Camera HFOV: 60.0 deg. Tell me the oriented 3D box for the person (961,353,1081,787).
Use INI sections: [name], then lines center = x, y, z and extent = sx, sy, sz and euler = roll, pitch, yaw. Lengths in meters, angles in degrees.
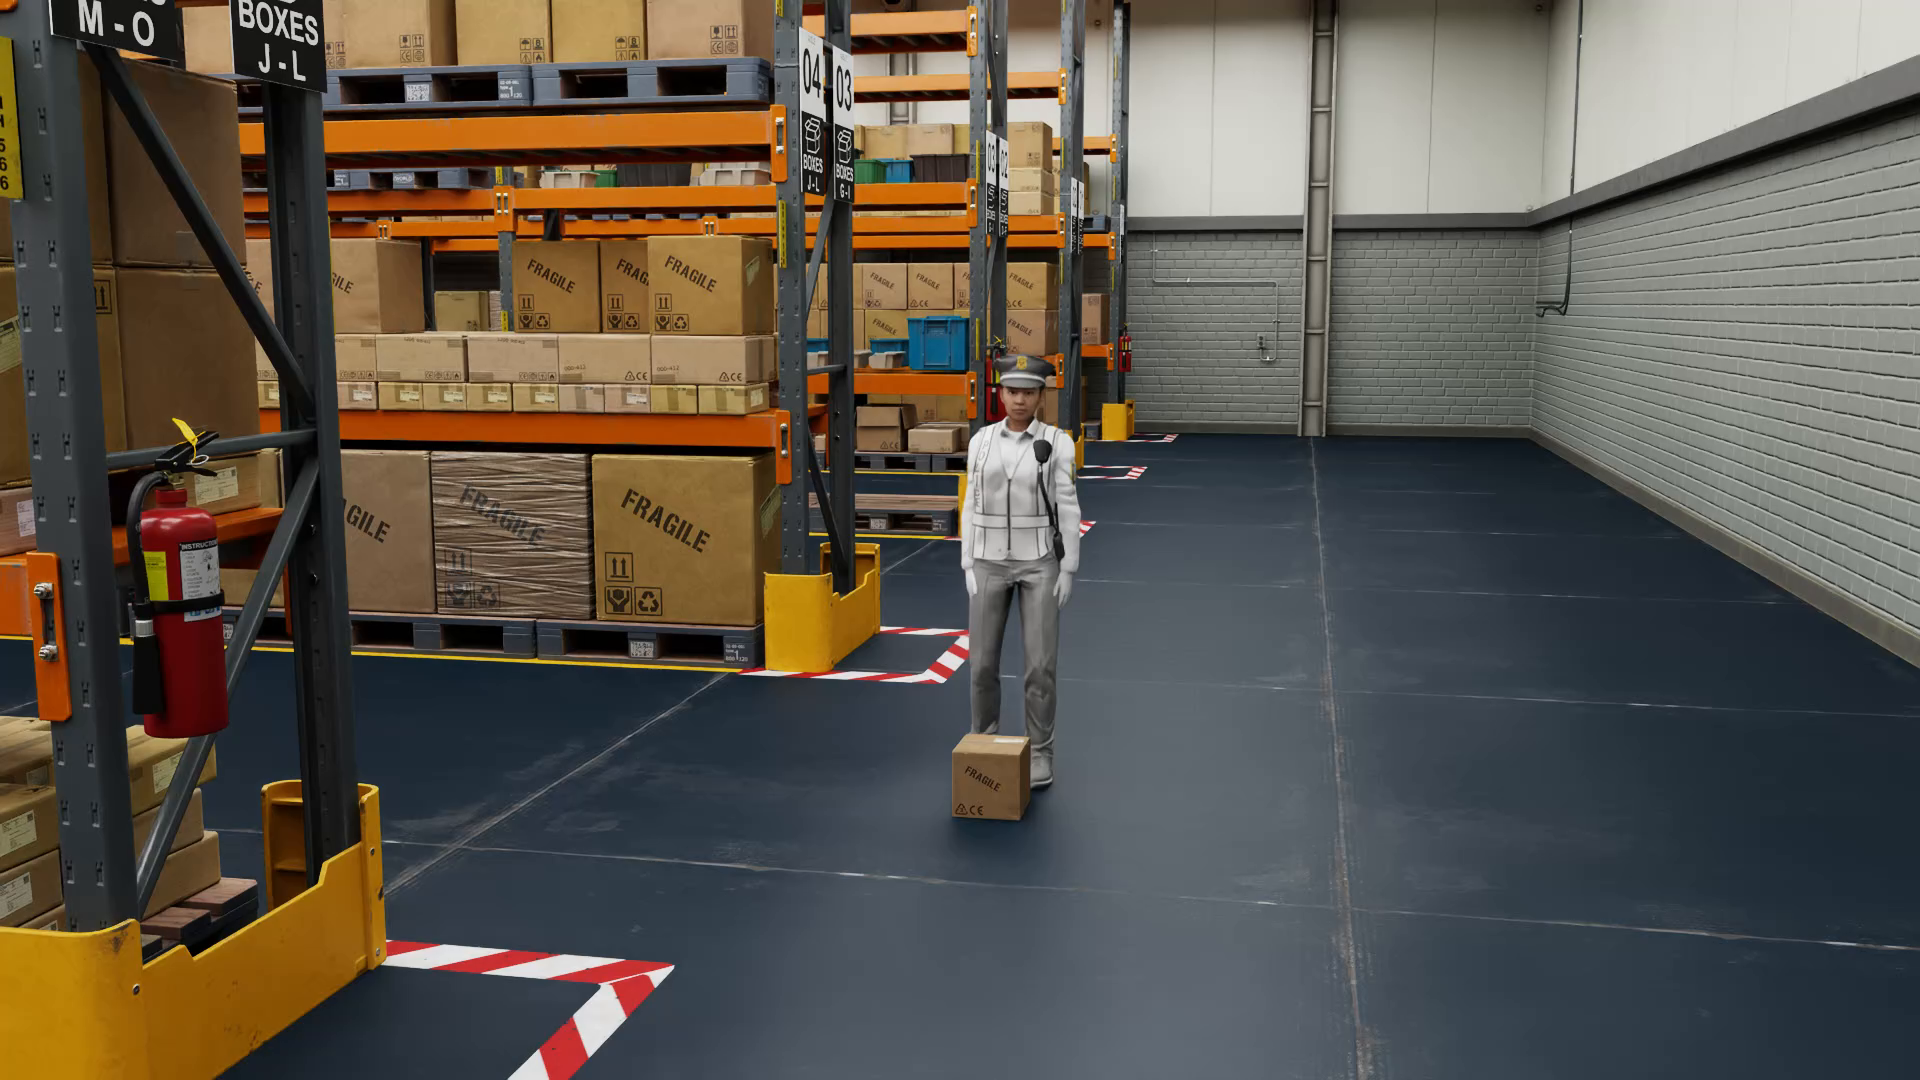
[person]
center = 0.229, 0.139, 6.510
extent = 0.471, 1.733, 0.378
euler = 2, 8, 13
